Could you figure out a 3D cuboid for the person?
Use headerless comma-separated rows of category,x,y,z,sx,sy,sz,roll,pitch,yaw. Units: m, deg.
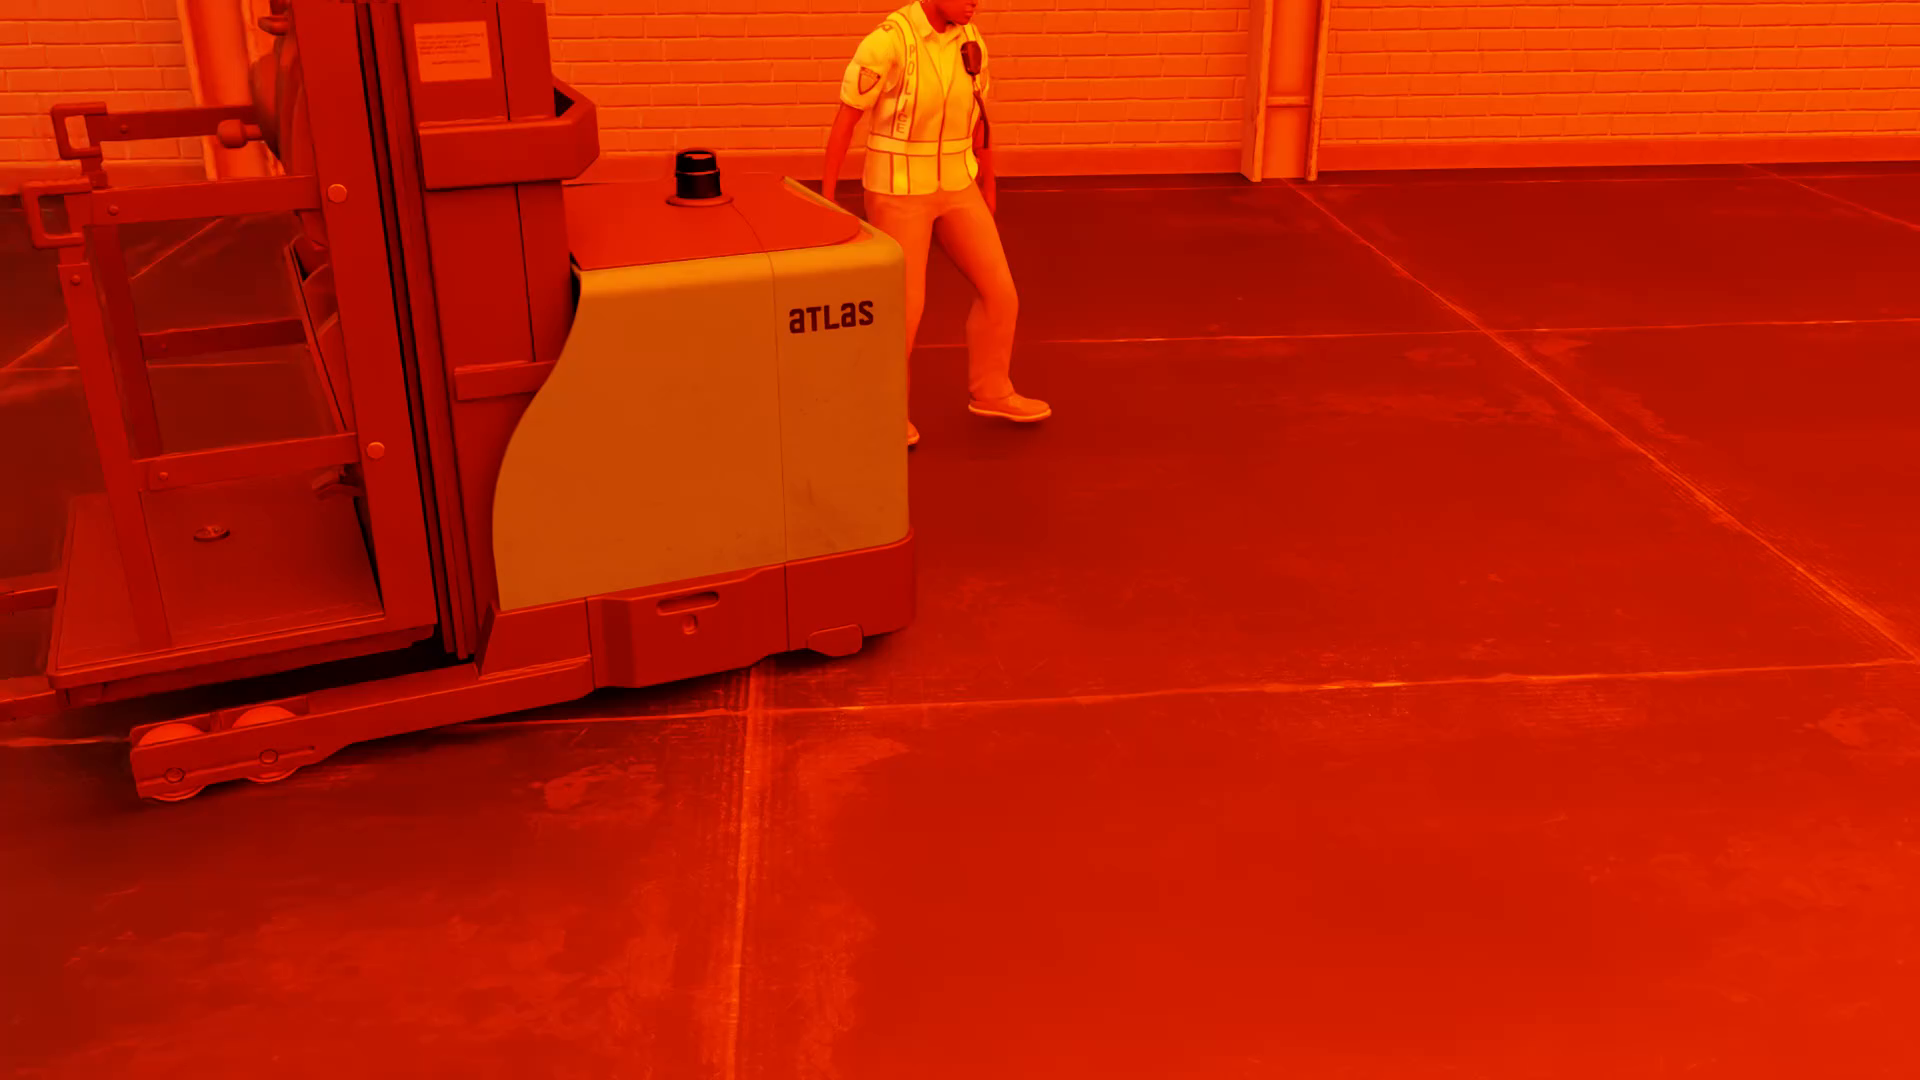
person,-0.081,-1.130,5.490,0.801,1.628,0.415,-14,27,-29

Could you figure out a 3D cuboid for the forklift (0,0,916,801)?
forklift,-1.681,-1.007,3.643,3.031,2.935,1.130,-10,25,-22
